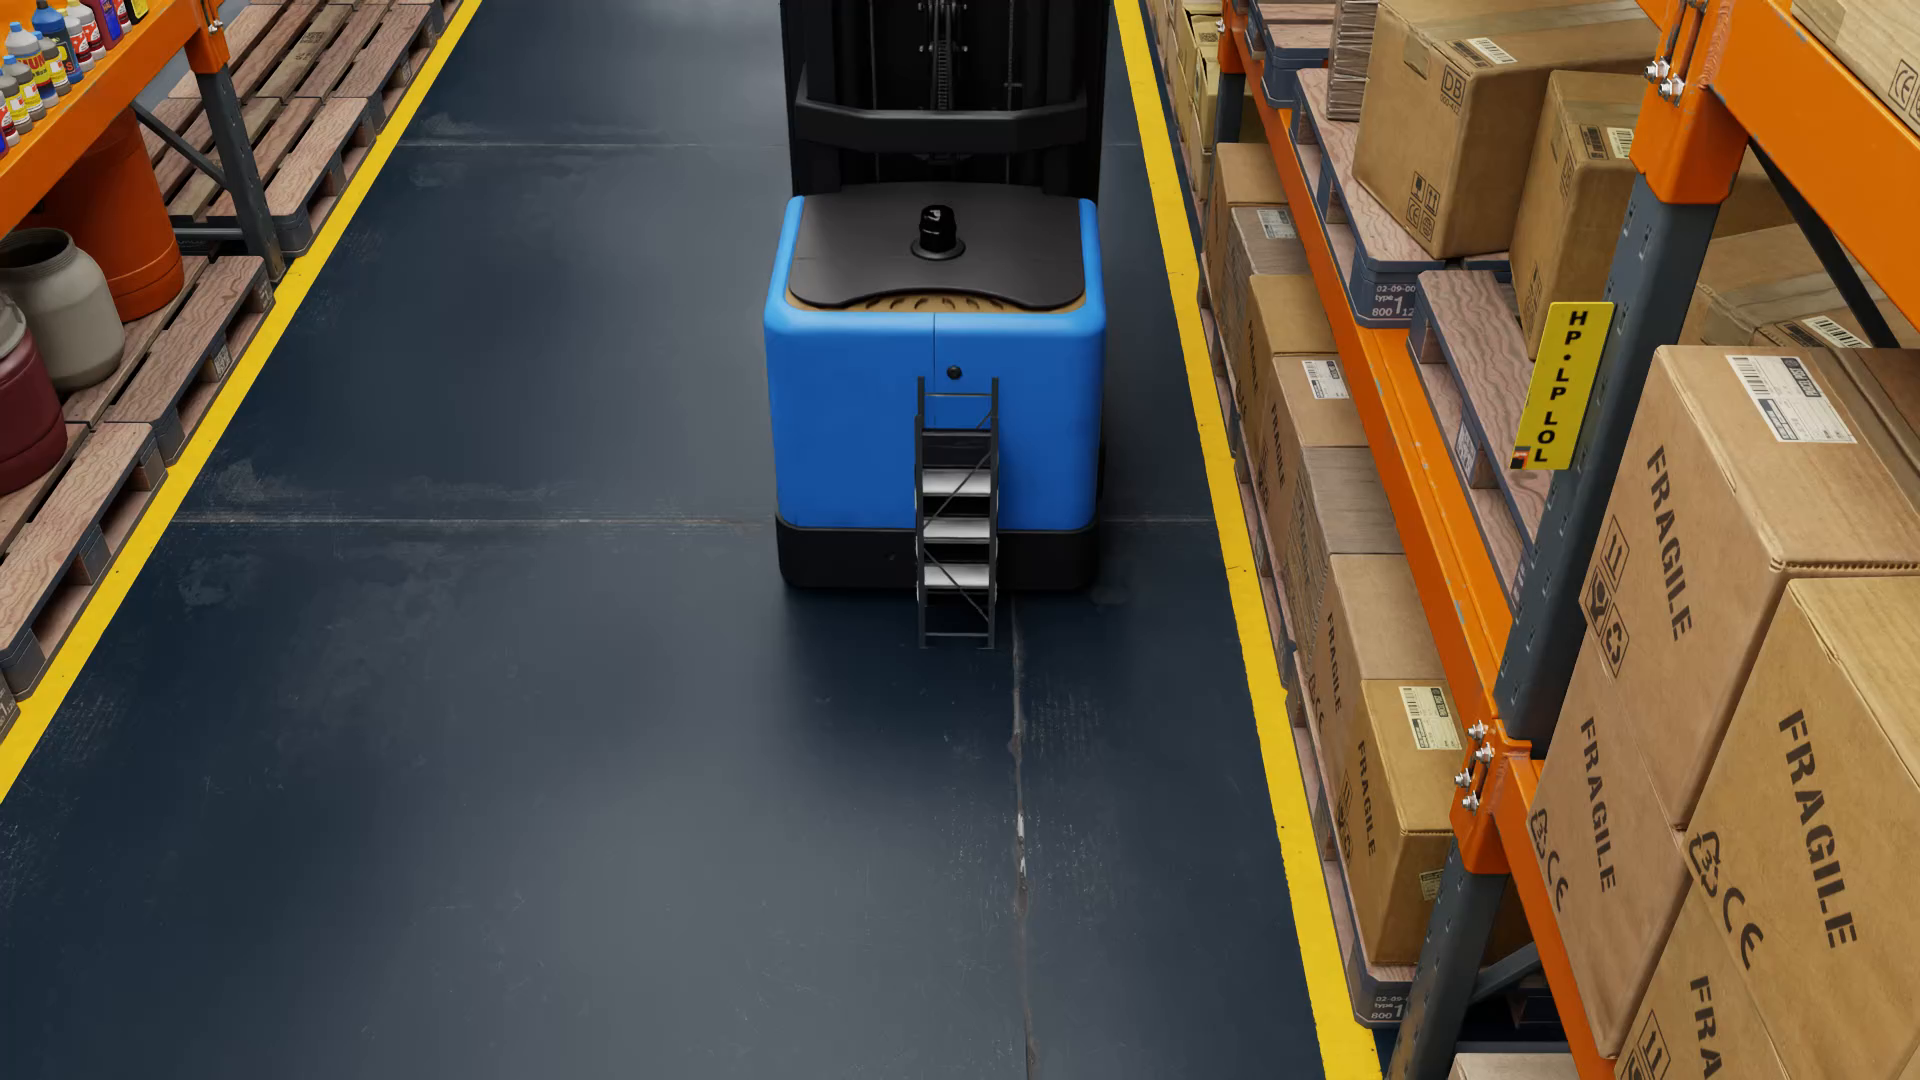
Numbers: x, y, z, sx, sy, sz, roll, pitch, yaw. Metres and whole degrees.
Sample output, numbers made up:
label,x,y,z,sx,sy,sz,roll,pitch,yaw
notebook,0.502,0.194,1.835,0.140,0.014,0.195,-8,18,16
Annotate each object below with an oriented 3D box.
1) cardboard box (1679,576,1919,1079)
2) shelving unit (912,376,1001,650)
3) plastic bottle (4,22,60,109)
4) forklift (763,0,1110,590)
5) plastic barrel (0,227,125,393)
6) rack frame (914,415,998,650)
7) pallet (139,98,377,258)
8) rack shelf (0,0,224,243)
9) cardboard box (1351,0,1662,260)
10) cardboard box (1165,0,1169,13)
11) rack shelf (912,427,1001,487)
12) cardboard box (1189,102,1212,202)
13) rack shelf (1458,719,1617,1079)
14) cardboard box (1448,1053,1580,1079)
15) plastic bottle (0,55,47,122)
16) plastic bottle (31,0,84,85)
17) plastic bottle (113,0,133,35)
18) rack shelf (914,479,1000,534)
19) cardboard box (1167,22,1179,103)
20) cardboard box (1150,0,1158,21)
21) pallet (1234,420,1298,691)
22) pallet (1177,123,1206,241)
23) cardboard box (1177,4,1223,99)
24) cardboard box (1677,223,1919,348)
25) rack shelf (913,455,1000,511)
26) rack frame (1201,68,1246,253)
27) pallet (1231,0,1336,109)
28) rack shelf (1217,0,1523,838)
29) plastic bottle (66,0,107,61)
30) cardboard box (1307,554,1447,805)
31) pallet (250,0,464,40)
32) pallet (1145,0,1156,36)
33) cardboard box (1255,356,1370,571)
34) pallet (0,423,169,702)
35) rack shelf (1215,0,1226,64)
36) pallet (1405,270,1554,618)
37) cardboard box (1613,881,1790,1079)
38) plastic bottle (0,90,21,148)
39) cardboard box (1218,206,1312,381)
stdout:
label,x,y,z,sx,sy,sz,roll,pitch,yaw
cardboard box,1.262,0.389,1.987,0.500,0.500,0.500,-1,39,-1
shelving unit,-0.008,-0.067,5.113,0.258,0.900,0.210,1,39,1
plastic bottle,-3.007,-1.537,5.372,0.097,0.271,0.097,0,39,0
forklift,-0.046,-1.875,5.746,1.130,2.935,3.031,1,39,1
plastic barrel,-3.309,-0.834,6.045,0.421,0.512,0.421,0,39,0
rack frame,-0.010,-0.003,5.034,0.240,0.900,0.006,1,39,1
pallet,-3.378,-1.696,7.697,1.003,0.211,1.213,0,39,0
rack shelf,-3.414,-0.768,4.885,1.077,0.370,4.000,0,39,0
cardboard box,1.478,-1.107,4.317,0.700,0.500,0.500,-9,40,-11
cardboard box,1.287,-2.892,8.375,0.500,0.311,0.500,1,39,1
rack shelf,-0.008,-0.251,4.965,0.258,0.077,0.200,1,39,1
cardboard box,1.293,-1.721,7.361,0.500,0.250,0.500,1,39,1
rack shelf,1.544,1.732,1.765,1.077,0.370,4.000,0,39,0
cardboard box,1.326,1.341,3.477,0.500,0.311,0.500,0,39,0
plastic bottle,-3.006,-1.449,5.318,0.097,0.201,0.097,0,39,0
plastic bottle,-3.007,-1.659,5.524,0.097,0.271,0.097,0,39,0
plastic bottle,-3.007,-1.897,5.878,0.097,0.201,0.097,0,39,0
rack shelf,-0.008,-0.111,5.078,0.258,0.077,0.200,1,39,1
cardboard box,1.291,-2.357,8.156,0.500,0.250,0.500,1,39,1
cardboard box,1.288,-2.997,8.954,0.500,0.250,0.500,-1,39,-1
pallet,1.499,0.015,5.562,1.003,0.211,1.213,0,39,0
pallet,1.575,-1.728,7.737,1.003,0.211,1.213,0,39,0
cardboard box,1.283,-2.263,7.590,0.500,0.311,0.500,-1,39,-1
cardboard box,1.765,-0.299,3.308,0.700,0.500,0.500,-13,40,-15
rack shelf,-0.008,-0.181,5.022,0.258,0.077,0.200,1,39,1
rack frame,1.537,-2.301,6.222,1.000,3.000,0.127,0,39,0
pallet,1.608,-1.802,5.754,1.213,0.211,1.003,0,39,0
rack shelf,1.539,-0.769,4.887,1.077,0.370,4.000,0,39,0
plastic bottle,-3.007,-1.753,5.698,0.097,0.201,0.097,0,39,0
cardboard box,1.262,0.387,4.516,0.500,0.500,0.500,0,39,0
pallet,-3.381,-3.222,9.602,1.003,0.211,1.213,0,39,0
pallet,1.572,-3.253,9.641,1.003,0.211,1.213,0,39,0
cardboard box,1.259,-0.245,5.304,0.500,0.500,0.500,-1,39,-2
pallet,-3.375,0.043,5.528,1.003,0.211,1.213,0,39,0
rack shelf,1.535,-3.271,8.008,1.077,0.370,4.000,0,39,0
pallet,1.650,-0.224,3.785,1.003,0.211,1.213,0,39,0
cardboard box,1.274,0.801,2.272,0.500,0.500,0.500,1,39,1
plastic bottle,-3.006,-1.327,5.166,0.097,0.201,0.097,0,39,0
cardboard box,1.258,-0.885,6.103,0.500,0.500,0.500,-1,39,-2
